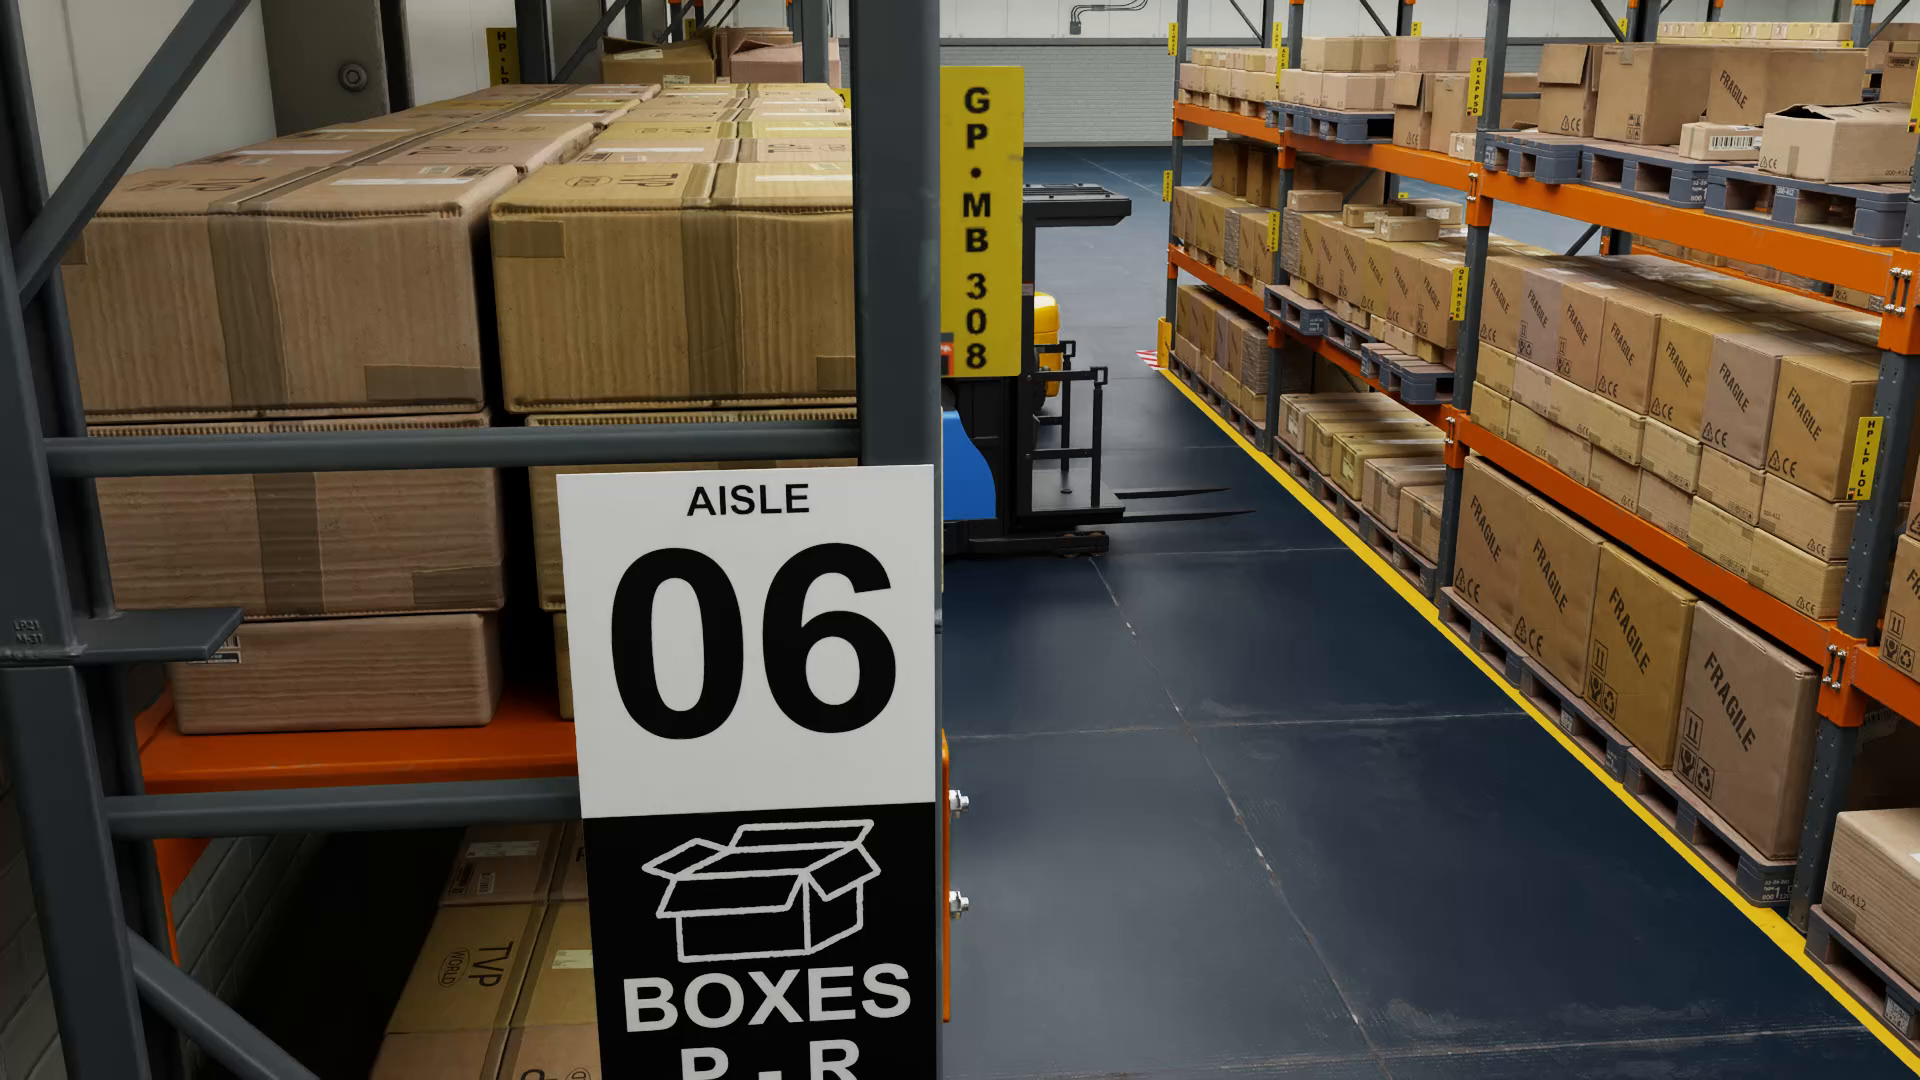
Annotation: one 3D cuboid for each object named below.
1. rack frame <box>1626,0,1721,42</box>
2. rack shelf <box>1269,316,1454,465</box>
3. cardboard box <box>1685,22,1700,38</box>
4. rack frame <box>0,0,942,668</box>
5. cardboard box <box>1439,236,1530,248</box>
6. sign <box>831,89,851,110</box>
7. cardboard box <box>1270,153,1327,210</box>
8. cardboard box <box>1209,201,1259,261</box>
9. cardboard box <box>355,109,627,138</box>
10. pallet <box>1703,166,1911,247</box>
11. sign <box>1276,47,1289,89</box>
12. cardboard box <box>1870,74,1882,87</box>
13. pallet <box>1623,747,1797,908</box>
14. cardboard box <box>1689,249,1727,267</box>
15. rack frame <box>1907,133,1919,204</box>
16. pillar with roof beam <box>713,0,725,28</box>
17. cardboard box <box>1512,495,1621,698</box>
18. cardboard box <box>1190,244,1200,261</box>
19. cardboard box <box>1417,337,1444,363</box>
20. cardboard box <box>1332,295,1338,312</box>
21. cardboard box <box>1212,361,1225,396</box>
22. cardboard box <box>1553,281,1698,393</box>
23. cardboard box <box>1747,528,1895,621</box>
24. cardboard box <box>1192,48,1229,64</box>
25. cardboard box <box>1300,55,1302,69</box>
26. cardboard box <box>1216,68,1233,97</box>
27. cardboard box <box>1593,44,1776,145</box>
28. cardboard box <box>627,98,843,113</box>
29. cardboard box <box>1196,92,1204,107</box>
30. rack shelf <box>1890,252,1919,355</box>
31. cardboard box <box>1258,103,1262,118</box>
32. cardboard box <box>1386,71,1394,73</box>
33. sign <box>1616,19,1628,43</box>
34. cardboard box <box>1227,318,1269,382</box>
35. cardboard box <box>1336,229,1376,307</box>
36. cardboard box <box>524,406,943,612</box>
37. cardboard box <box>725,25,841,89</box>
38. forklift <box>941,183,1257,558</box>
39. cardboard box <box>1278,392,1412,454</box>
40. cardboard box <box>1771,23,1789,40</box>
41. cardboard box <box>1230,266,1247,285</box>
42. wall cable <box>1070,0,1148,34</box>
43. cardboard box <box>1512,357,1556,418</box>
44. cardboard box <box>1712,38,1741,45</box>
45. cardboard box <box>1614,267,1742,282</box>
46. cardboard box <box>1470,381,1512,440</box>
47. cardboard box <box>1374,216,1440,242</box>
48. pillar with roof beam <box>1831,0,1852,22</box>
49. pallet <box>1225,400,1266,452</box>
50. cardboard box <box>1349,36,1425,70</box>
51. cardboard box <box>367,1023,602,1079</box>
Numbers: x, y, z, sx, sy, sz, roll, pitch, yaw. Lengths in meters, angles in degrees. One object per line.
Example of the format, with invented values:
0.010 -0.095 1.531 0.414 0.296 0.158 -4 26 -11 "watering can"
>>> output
7.677 -6.436 17.653 1.000 3.000 0.127 -2 18 -6 "rack frame"
3.382 -1.260 12.382 1.077 0.370 4.000 -2 18 -6 "rack shelf"
7.498 -5.101 16.629 0.380 0.149 0.250 -2 18 -7 "cardboard box"
-0.523 -1.331 1.394 1.000 3.000 0.127 -2 18 -6 "rack frame"
3.650 -1.851 11.701 0.500 0.500 0.500 -1 17 -5 "cardboard box"
-0.397 -1.357 5.622 0.100 0.325 0.005 -2 18 -6 "sign"
3.290 -3.306 15.368 0.700 0.500 0.500 -2 18 -7 "cardboard box"
2.707 -2.973 15.976 0.500 0.500 0.500 -2 18 -7 "cardboard box"
-0.988 -0.791 3.600 0.500 0.250 0.500 -2 18 -6 "cardboard box"
3.857 -1.427 7.025 0.805 0.209 1.217 -2 18 -8 "pallet"
2.637 -3.857 13.585 0.100 0.325 0.005 -2 18 -6 "sign"
8.361 -4.137 14.890 0.380 0.149 0.250 -2 18 -5 "cardboard box"
3.846 1.288 7.723 1.003 0.211 1.213 -2 18 -6 "pallet"
7.867 -3.045 16.619 0.875 0.550 0.500 -2 18 -6 "cardboard box"
4.001 -2.677 5.682 1.000 3.000 0.127 -2 18 -6 "rack frame"
-0.573 -11.359 33.334 9.100 9.000 0.400 -2 18 -6 "pillar with roof beam"
3.665 0.281 9.121 0.875 0.875 0.875 -2 17 -5 "cardboard box"
2.560 -2.930 16.920 0.380 0.149 0.250 -2 17 -5 "cardboard box"
3.221 -1.255 10.886 0.380 0.149 0.250 -2 17 -5 "cardboard box"
3.049 -1.796 12.609 0.380 0.149 0.250 -2 18 -5 "cardboard box"
2.735 -1.565 16.043 0.500 0.250 0.500 -2 17 -5 "cardboard box"
3.495 -1.075 8.757 0.500 0.500 0.500 -1 17 -4 "cardboard box"
3.704 0.131 7.004 0.500 0.250 0.500 -2 18 -7 "cardboard box"
2.597 -4.970 17.080 0.380 0.149 0.250 -2 18 -6 "cardboard box"
2.926 -3.978 13.920 0.380 0.149 0.250 -1 17 -4 "cardboard box"
2.704 -4.277 15.539 0.500 0.250 0.500 -1 17 -4 "cardboard box"
3.880 -2.397 8.928 0.700 0.500 0.500 -3 18 -8 "cardboard box"
-0.539 -0.956 4.124 0.500 0.250 0.500 -1 17 -5 "cardboard box"
2.584 -4.437 16.715 0.380 0.149 0.250 -1 17 -4 "cardboard box"
4.207 -0.307 4.341 1.077 0.370 4.000 -2 18 -6 "rack shelf"
2.872 -3.825 14.764 0.380 0.149 0.250 -2 18 -8 "cardboard box"
3.427 -3.438 12.662 0.500 0.250 0.500 -2 17 -5 "cardboard box"
7.124 -5.444 17.910 0.100 0.325 0.005 -2 18 -6 "sign"
2.794 -1.764 15.427 0.500 0.500 0.500 -1 17 -5 "cardboard box"
3.092 -1.990 12.145 0.500 0.500 0.500 -2 18 -8 "cardboard box"
-0.297 -0.111 2.269 0.500 0.250 0.500 -2 18 -6 "cardboard box"
-0.620 -1.660 5.812 0.396 0.266 0.258 -2 18 -6 "cardboard box"
0.615 -1.428 11.832 3.031 2.935 1.130 -3 18 -9 "forklift"
3.232 -0.989 14.006 0.950 0.372 0.625 -2 17 -5 "cardboard box"
7.658 -4.645 15.178 0.380 0.149 0.250 -1 17 -5 "cardboard box"
2.732 -2.468 15.449 0.380 0.149 0.250 -2 18 -6 "cardboard box"
4.363 -17.631 47.634 2.305 6.003 0.169 -2 18 -6 "wall cable"
3.447 -0.861 9.328 0.500 0.250 0.500 -1 17 -4 "cardboard box"
7.628 -4.720 16.082 0.500 0.250 0.500 -2 18 -6 "cardboard box"
3.963 -1.233 9.261 0.500 0.500 0.500 -1 17 -5 "cardboard box"
3.389 -0.782 9.910 0.500 0.250 0.500 -2 18 -7 "cardboard box"
3.139 -2.185 11.682 0.380 0.149 0.250 -3 18 -8 "cardboard box"
20.958 -15.641 46.974 9.100 9.000 0.400 -2 18 -6 "pillar with roof beam"
3.071 -1.067 15.224 1.003 0.211 1.213 -2 18 -6 "pallet"
3.362 -3.828 13.070 0.500 0.250 0.500 -1 17 -4 "cardboard box"
-0.887 1.178 3.170 0.500 0.250 0.500 -2 18 -5 "cardboard box"
